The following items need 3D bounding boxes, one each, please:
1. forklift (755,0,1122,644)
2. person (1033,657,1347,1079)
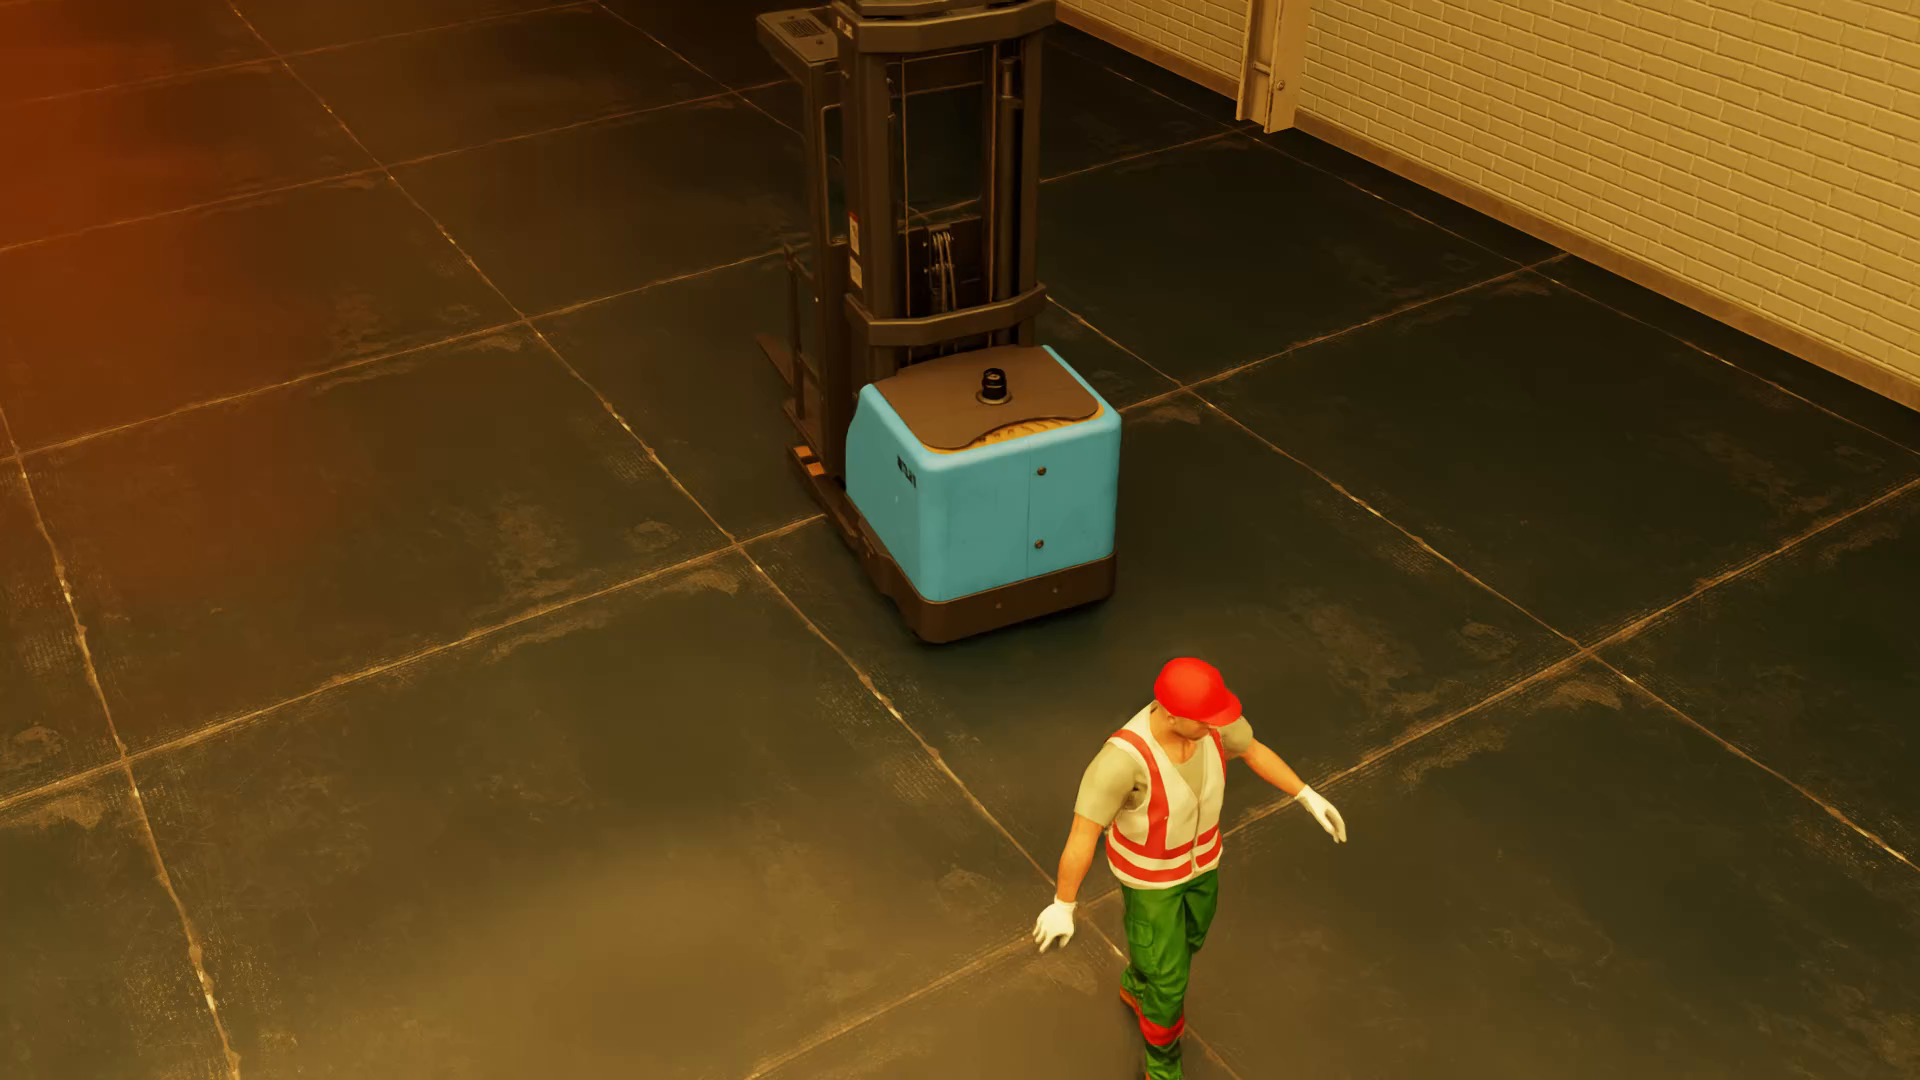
[{"bbox_3d":[-0.304,-1.547,8.349,1.130,2.935,3.031,-15,38,-20],"label":"forklift"},{"bbox_3d":[0.740,1.163,5.547,1.026,1.795,0.648,-23,41,-29],"label":"person"}]
